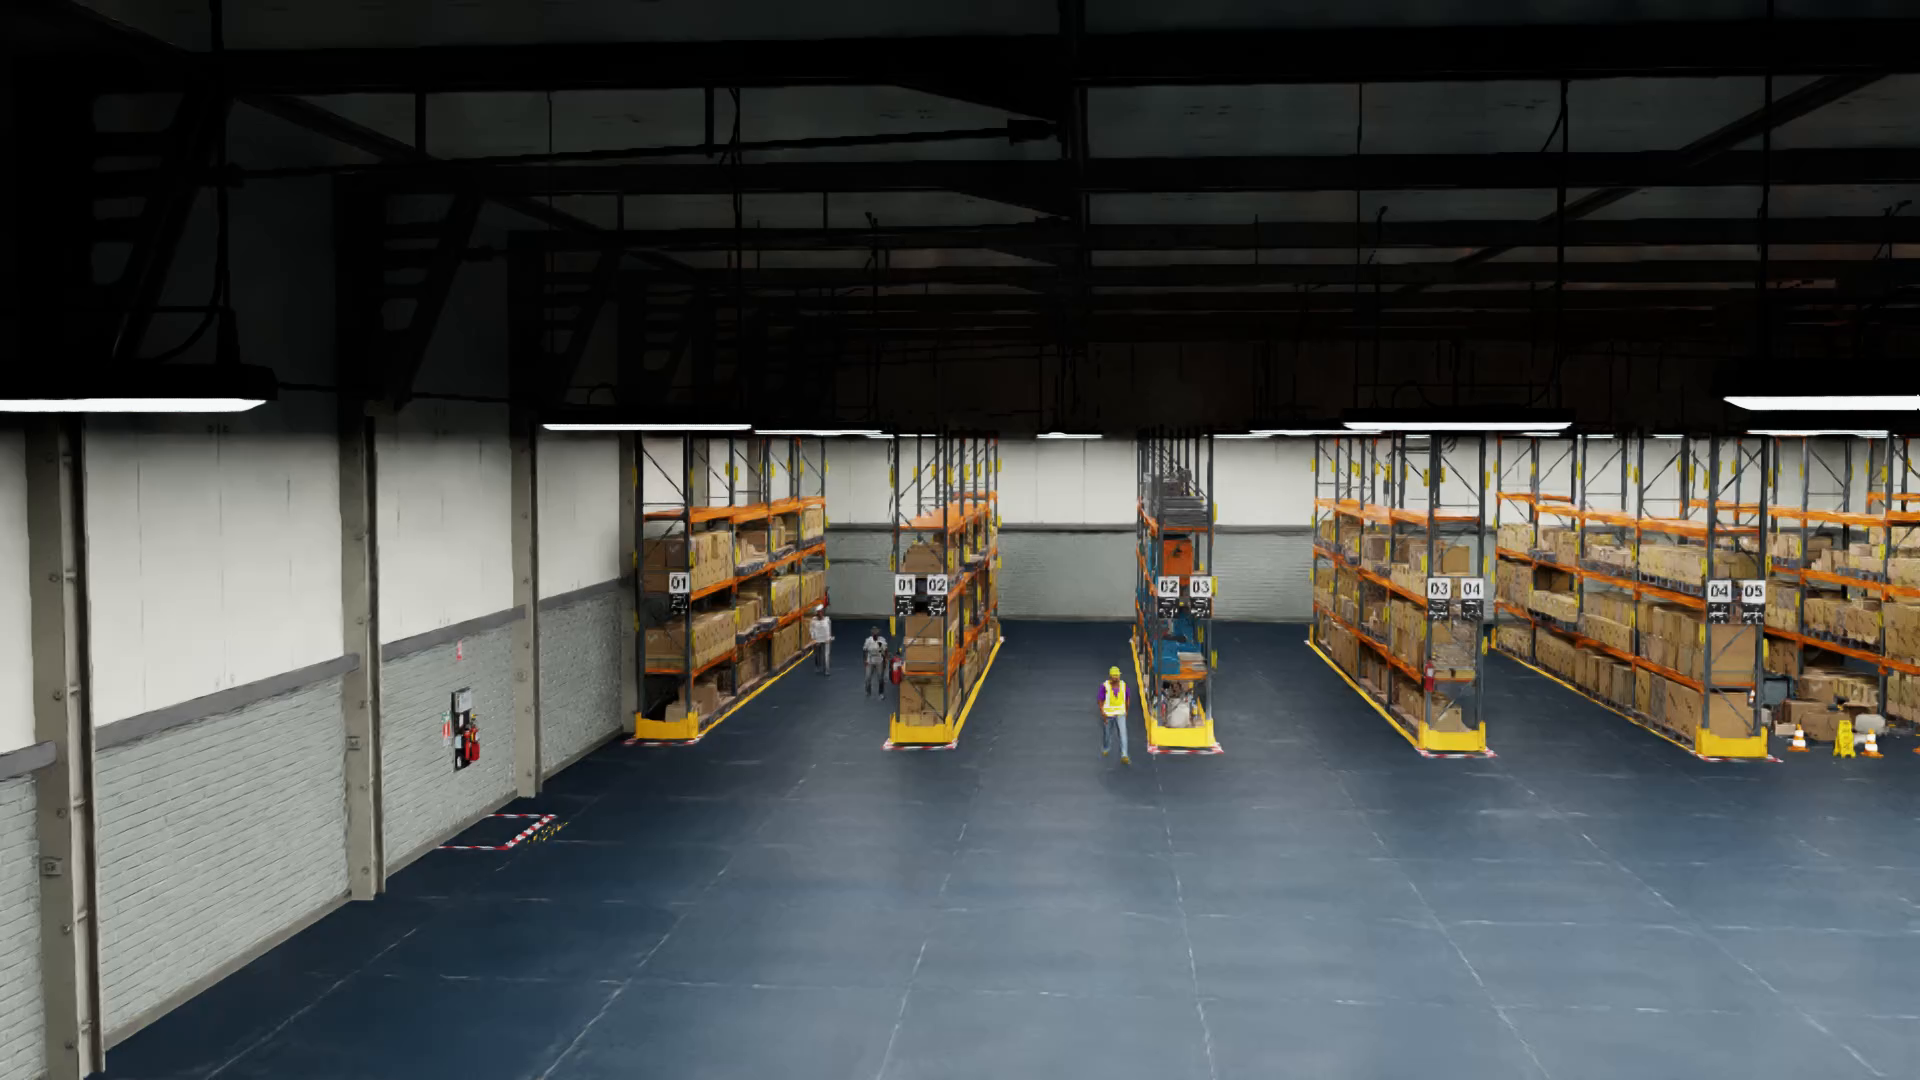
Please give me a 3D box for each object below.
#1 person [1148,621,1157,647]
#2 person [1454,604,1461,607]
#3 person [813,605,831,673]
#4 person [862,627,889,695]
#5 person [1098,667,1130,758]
[{"bbox_3d":[4.240,2.205,36.089,0.318,0.919,0.532,0,3,-8],"label":"person"},{"bbox_3d":[15.092,1.952,49.851,0.576,1.509,1.089,1,4,14],"label":"person"},{"bbox_3d":[-3.379,2.396,40.575,0.448,1.671,0.852,0,3,-4],"label":"person"},{"bbox_3d":[-1.870,2.671,36.812,0.592,1.564,0.526,0,3,4],"label":"person"},{"bbox_3d":[2.736,3.053,29.701,0.592,1.640,0.912,0,3,-4],"label":"person"}]
